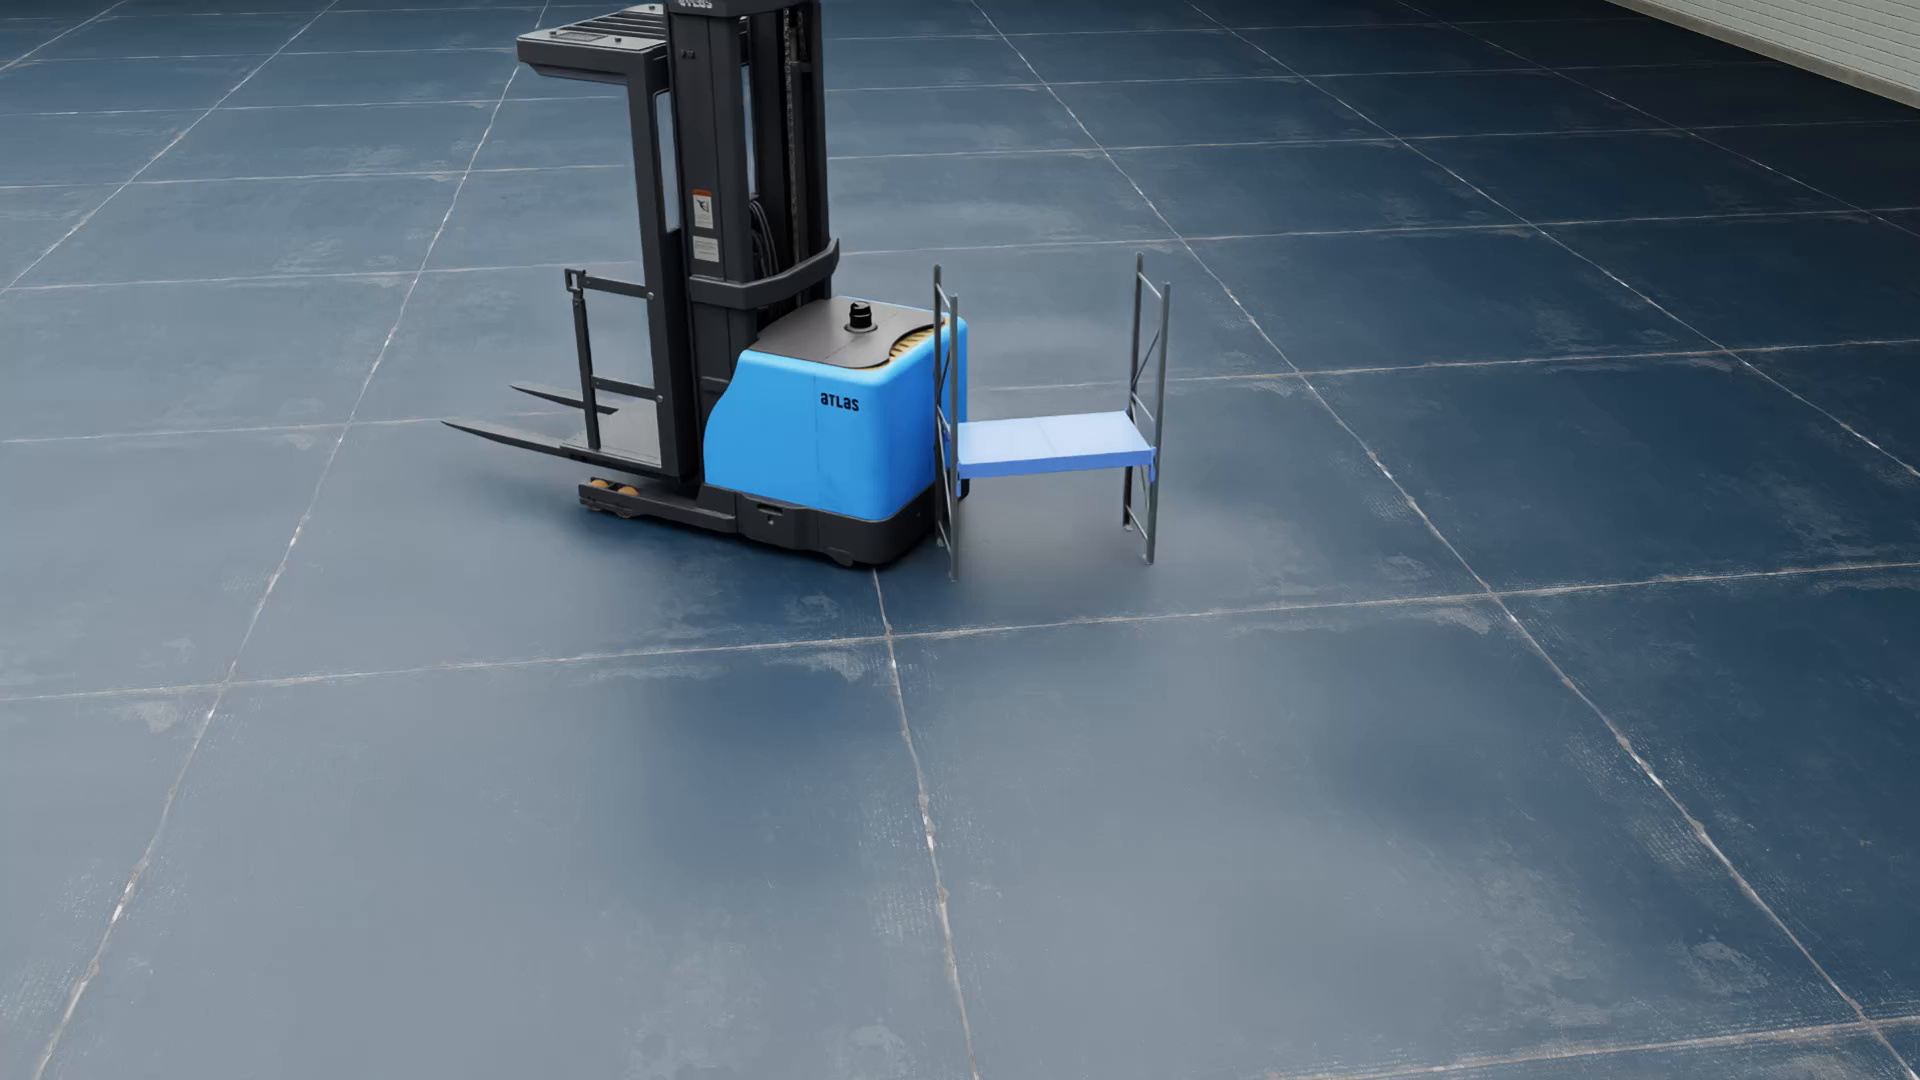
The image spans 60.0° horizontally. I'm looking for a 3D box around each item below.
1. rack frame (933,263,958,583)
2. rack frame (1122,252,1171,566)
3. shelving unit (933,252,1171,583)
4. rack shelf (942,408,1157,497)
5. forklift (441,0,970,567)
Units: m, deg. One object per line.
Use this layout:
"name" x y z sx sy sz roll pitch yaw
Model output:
"rack frame" -0.070 -0.564 8.207 0.032 1.500 0.500 -5 28 -9
"rack frame" 0.930 -0.648 8.371 0.032 1.500 0.500 -5 28 -9
"shelving unit" 0.430 -0.606 8.289 1.048 1.500 0.538 -5 28 -9
"rack shelf" 0.430 -0.446 8.371 1.000 0.185 0.538 -5 28 -9
"forklift" -1.501 -1.623 8.703 3.031 2.935 1.130 13 30 23
